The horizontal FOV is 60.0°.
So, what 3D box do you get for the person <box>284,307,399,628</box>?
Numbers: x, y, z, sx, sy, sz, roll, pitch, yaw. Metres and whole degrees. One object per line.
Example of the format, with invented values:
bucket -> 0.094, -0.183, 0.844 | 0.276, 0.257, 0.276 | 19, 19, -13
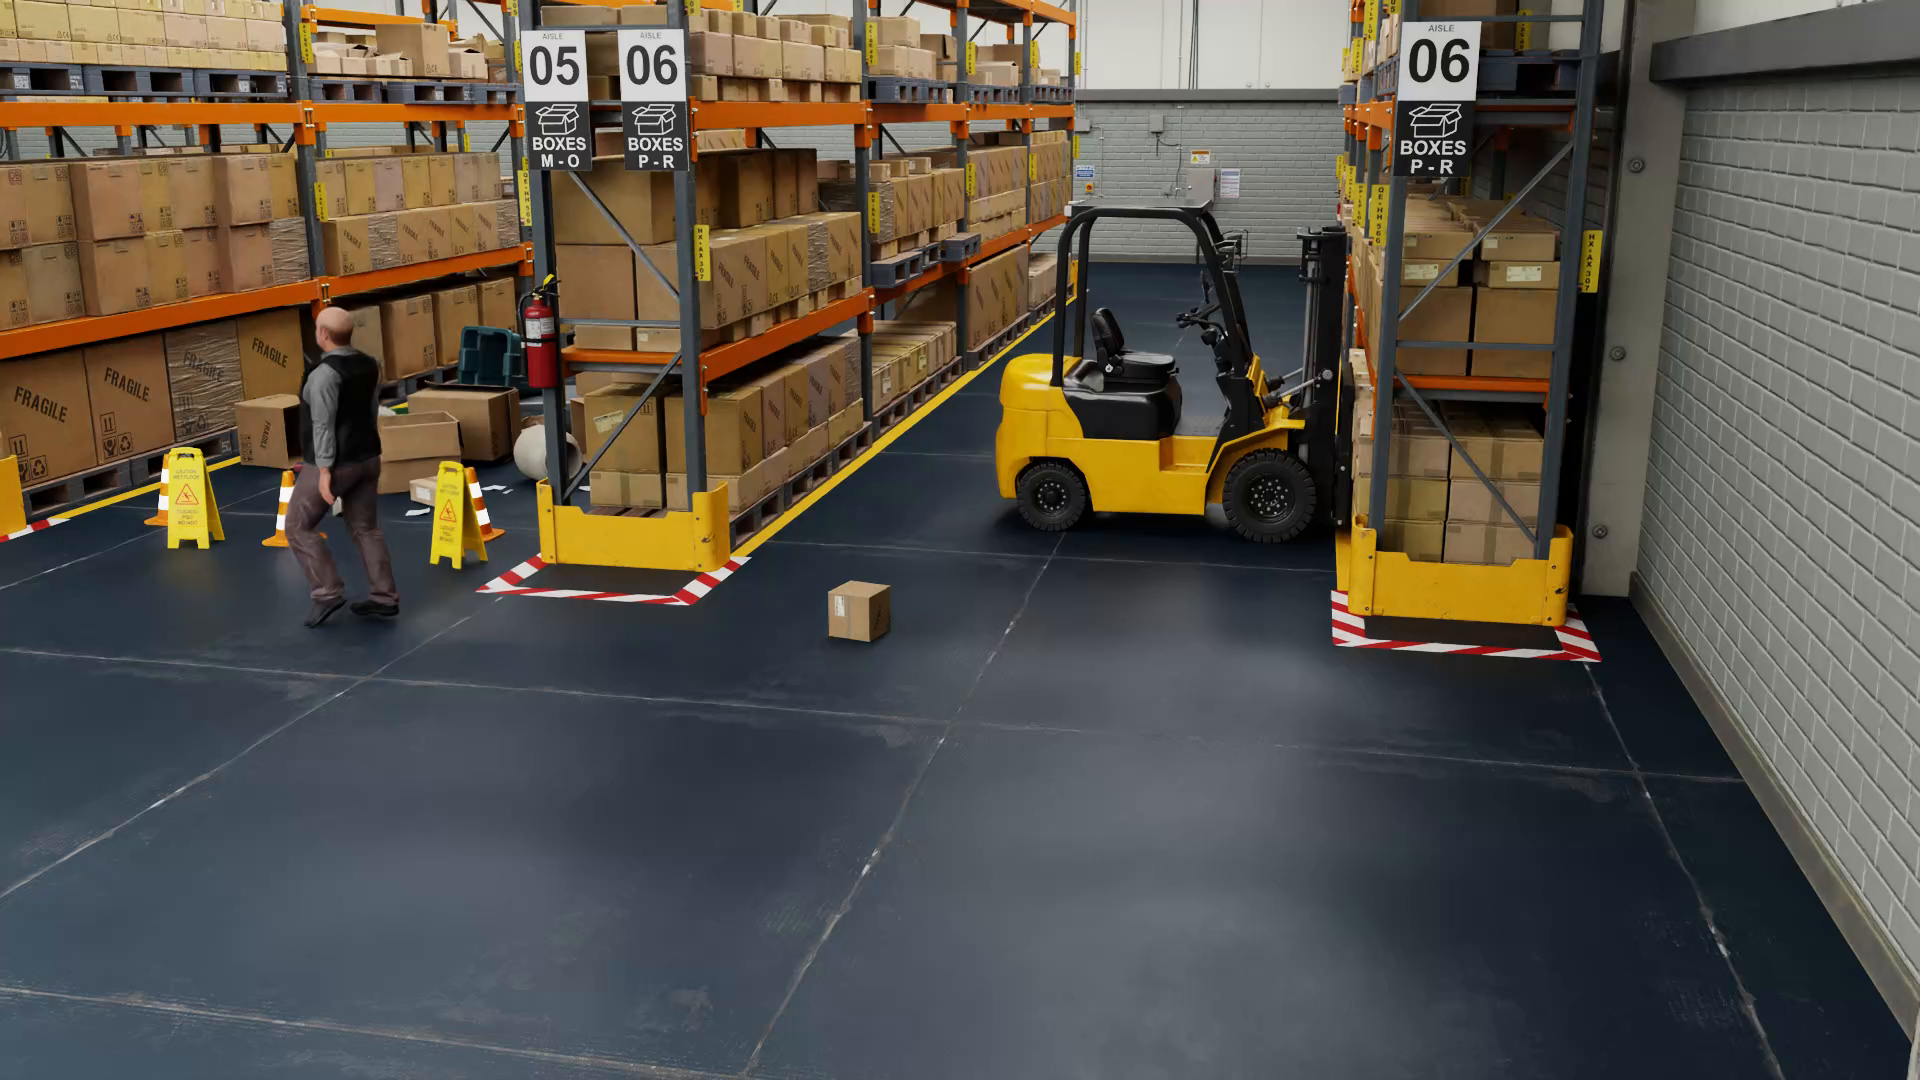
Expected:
person -> -3.370, -0.376, 9.052 | 0.539, 1.784, 0.569 | 5, 15, 18
